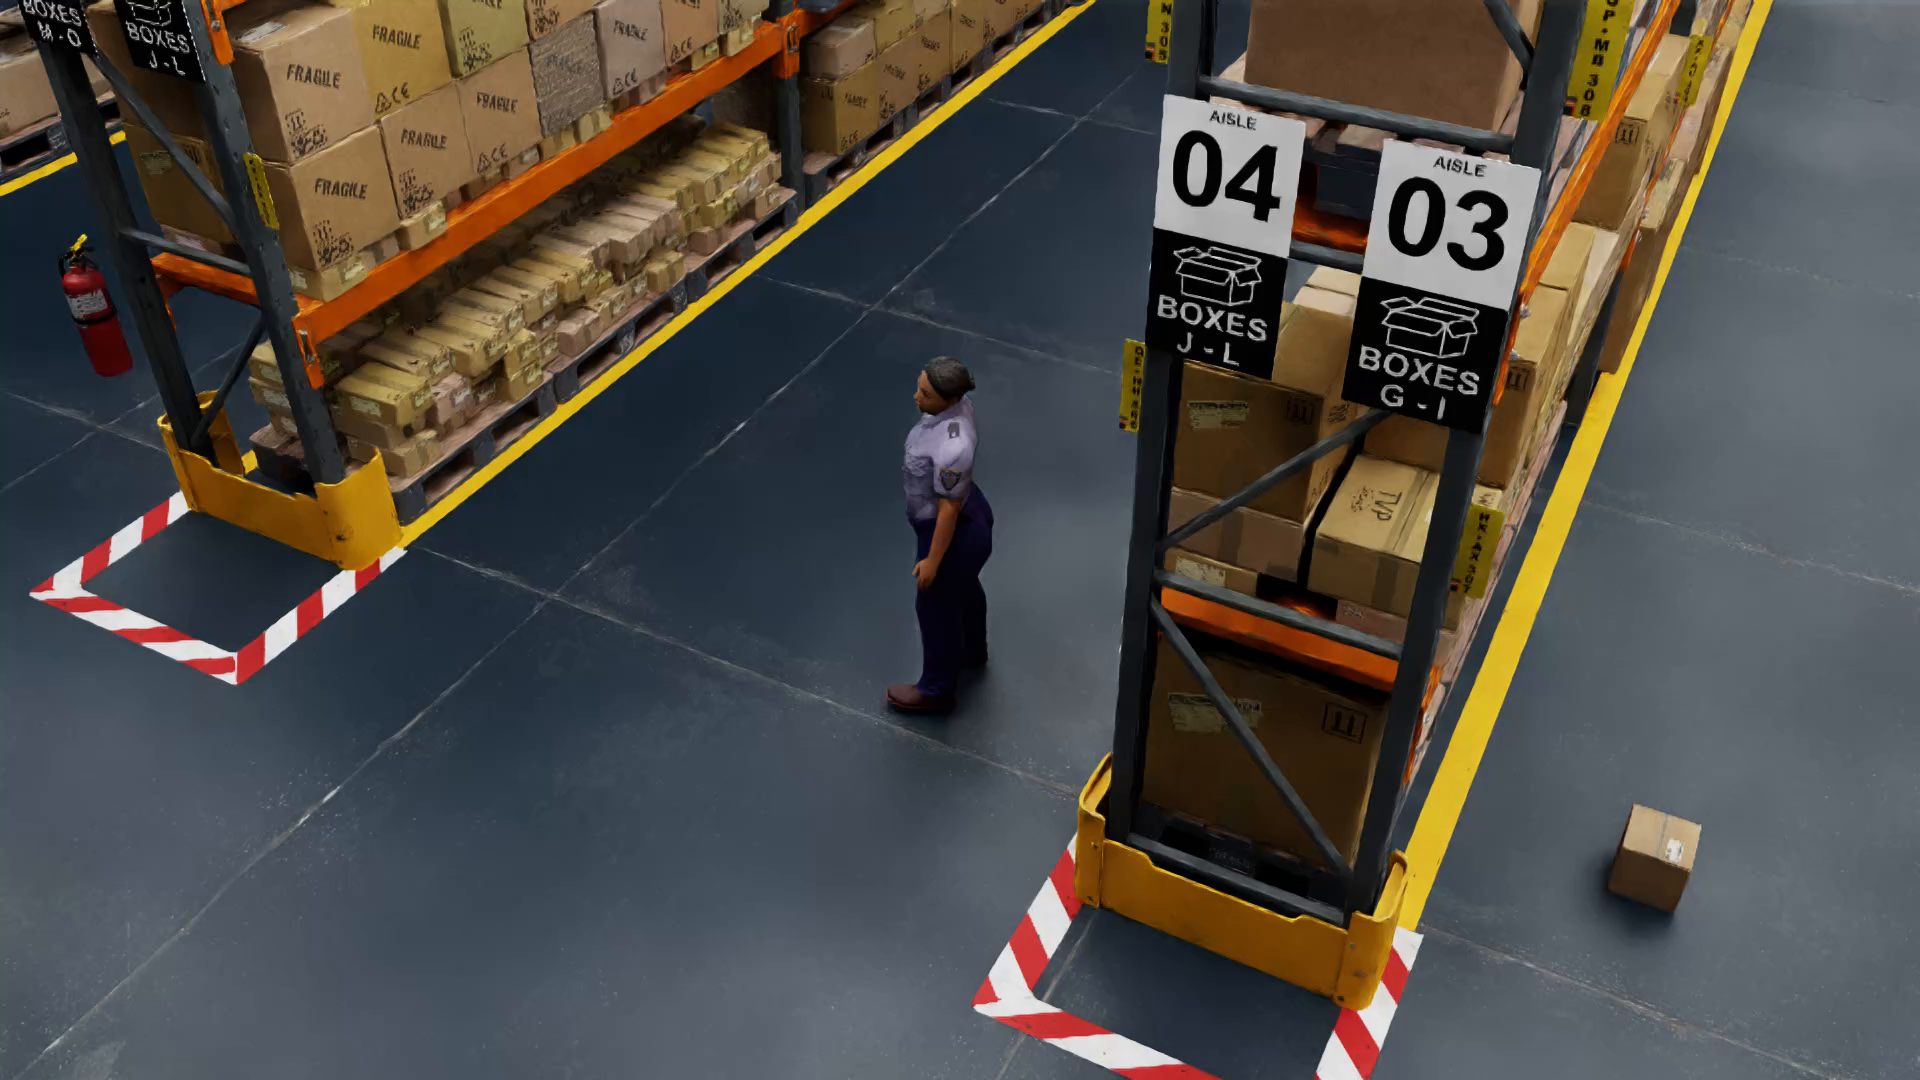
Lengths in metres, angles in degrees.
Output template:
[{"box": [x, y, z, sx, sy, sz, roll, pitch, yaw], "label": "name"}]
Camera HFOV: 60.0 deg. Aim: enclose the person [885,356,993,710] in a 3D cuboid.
[{"box": [-0.092, -0.040, 6.772, 0.451, 1.657, 0.565, 1, 38, 1], "label": "person"}]
